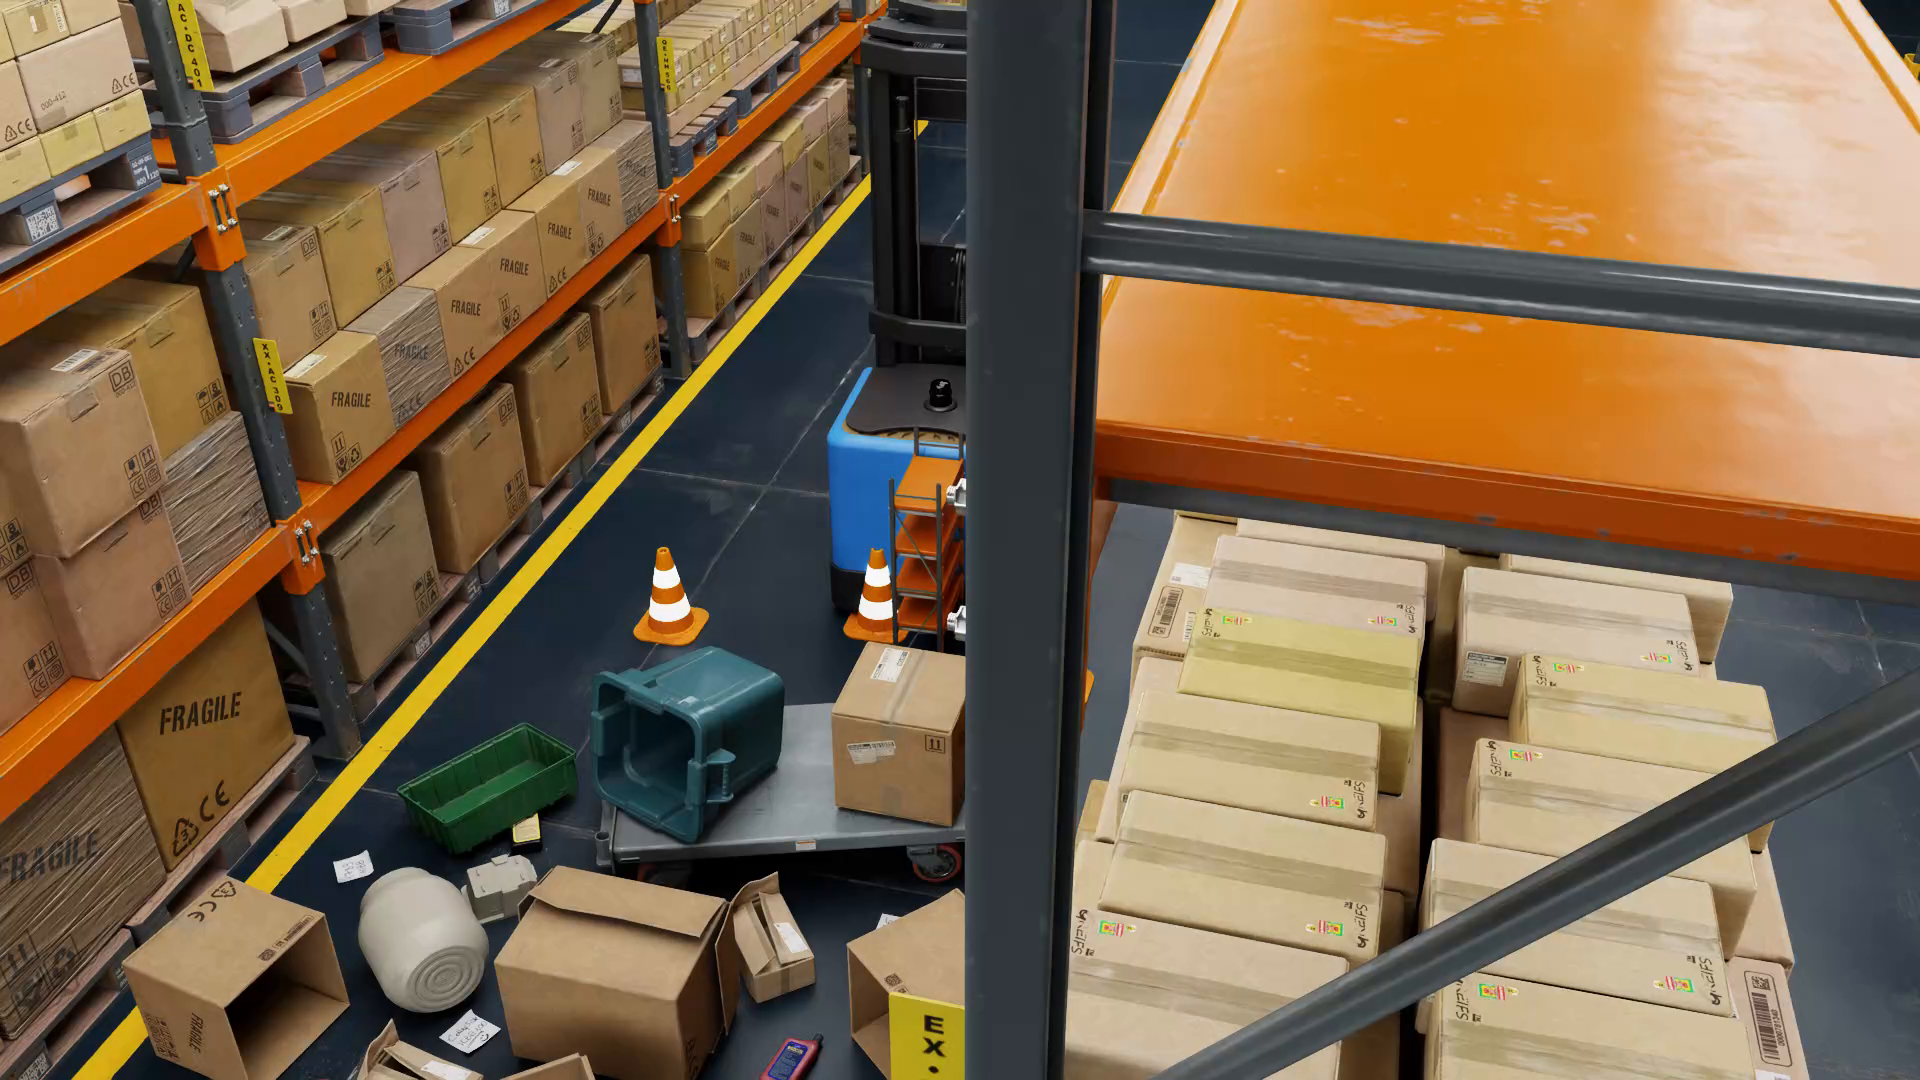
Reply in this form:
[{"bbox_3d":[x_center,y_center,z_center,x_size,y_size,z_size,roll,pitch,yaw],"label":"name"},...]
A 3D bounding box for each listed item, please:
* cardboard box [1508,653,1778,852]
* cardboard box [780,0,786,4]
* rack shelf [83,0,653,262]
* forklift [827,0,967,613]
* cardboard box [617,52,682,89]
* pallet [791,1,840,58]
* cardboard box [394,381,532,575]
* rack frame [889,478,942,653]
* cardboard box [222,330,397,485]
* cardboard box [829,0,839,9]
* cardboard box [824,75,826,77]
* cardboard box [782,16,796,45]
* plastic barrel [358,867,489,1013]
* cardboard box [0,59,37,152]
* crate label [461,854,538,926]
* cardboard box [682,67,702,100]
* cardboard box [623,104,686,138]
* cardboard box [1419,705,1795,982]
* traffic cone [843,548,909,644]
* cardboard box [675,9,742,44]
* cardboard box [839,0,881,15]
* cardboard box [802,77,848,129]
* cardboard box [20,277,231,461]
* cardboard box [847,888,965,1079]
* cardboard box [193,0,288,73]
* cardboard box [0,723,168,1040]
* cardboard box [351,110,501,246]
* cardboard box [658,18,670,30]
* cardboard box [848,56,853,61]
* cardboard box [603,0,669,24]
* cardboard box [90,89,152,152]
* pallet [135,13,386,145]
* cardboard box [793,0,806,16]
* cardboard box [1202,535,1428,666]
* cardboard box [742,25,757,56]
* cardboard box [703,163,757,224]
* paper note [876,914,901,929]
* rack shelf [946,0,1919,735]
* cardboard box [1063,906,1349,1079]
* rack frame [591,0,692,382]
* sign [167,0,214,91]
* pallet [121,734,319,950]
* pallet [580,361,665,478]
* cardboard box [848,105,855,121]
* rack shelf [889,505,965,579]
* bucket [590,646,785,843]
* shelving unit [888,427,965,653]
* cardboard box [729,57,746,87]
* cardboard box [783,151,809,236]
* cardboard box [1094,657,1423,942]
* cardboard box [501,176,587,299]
[{"bbox_3d":[1.098,0.338,2.688,0.380,0.149,0.250,8,33,12],"label":"cardboard box"},{"bbox_3d":[-1.446,-4.034,12.158,0.380,0.149,0.250,7,33,11],"label":"cardboard box"},{"bbox_3d":[-2.788,-2.332,8.067,1.077,0.370,4.000,8,33,12],"label":"rack shelf"},{"bbox_3d":[0.125,-1.568,9.054,1.130,2.935,3.031,6,33,10],"label":"forklift"},{"bbox_3d":[-1.975,-2.946,10.446,0.380,0.149,0.250,8,33,12],"label":"cardboard box"},{"bbox_3d":[-1.600,-4.026,13.035,1.003,0.211,1.213,8,33,12],"label":"pallet"},{"bbox_3d":[-2.977,-0.395,8.850,1.050,0.750,0.750,8,33,12],"label":"cardboard box"},{"bbox_3d":[-0.203,0.242,7.820,0.240,1.200,0.015,7,33,10],"label":"rack frame"},{"bbox_3d":[-2.902,-0.611,7.391,0.500,0.500,0.500,8,33,13],"label":"cardboard box"},{"bbox_3d":[-1.175,-4.322,13.165,0.380,0.149,0.250,7,33,11],"label":"cardboard box"},{"bbox_3d":[-1.401,-4.067,14.633,0.380,0.149,0.250,8,33,13],"label":"cardboard box"},{"bbox_3d":[-1.434,-3.783,12.317,0.380,0.149,0.250,7,33,10],"label":"cardboard box"},{"bbox_3d":[-2.100,1.553,6.483,0.421,0.421,0.512,-21,38,-29],"label":"plastic barrel"},{"bbox_3d":[-3.301,-1.327,5.193,0.500,0.250,0.500,8,33,12],"label":"cardboard box"},{"bbox_3d":[-1.916,1.441,6.926,0.298,0.136,0.250,-14,35,-21],"label":"crate label"},{"bbox_3d":[-1.897,-2.969,10.760,0.380,0.149,0.250,10,34,15],"label":"cardboard box"},{"bbox_3d":[-1.972,-2.684,10.588,0.380,0.149,0.250,8,33,12],"label":"cardboard box"},{"bbox_3d":[1.025,0.552,2.722,0.500,0.250,0.500,8,33,12],"label":"cardboard box"},{"bbox_3d":[-0.415,0.239,8.512,0.336,0.463,0.334,8,33,12],"label":"traffic cone"},{"bbox_3d":[-1.709,-3.488,11.299,0.380,0.149,0.250,10,34,15],"label":"cardboard box"},{"bbox_3d":[-0.877,-4.480,13.805,0.380,0.149,0.250,9,34,14],"label":"cardboard box"},{"bbox_3d":[-1.210,-3.502,13.271,0.500,0.250,0.500,7,33,11],"label":"cardboard box"},{"bbox_3d":[-3.423,-0.664,6.423,0.875,0.550,0.550,8,33,12],"label":"cardboard box"},{"bbox_3d":[-0.070,1.714,6.156,0.500,0.500,0.500,-21,38,-29],"label":"cardboard box"},{"bbox_3d":[-2.901,-2.040,6.578,0.258,0.266,0.396,7,33,12],"label":"cardboard box"},{"bbox_3d":[-3.748,1.172,6.269,0.875,0.875,0.875,8,33,13],"label":"cardboard box"},{"bbox_3d":[-2.789,-1.846,8.403,0.700,0.500,0.500,8,33,12],"label":"cardboard box"},{"bbox_3d":[-2.271,-3.593,11.741,0.380,0.149,0.250,9,34,14],"label":"cardboard box"},{"bbox_3d":[-0.790,-4.271,14.953,0.380,0.149,0.250,7,33,11],"label":"cardboard box"},{"bbox_3d":[-2.269,-3.718,11.660,0.380,0.149,0.250,10,34,15],"label":"cardboard box"},{"bbox_3d":[-3.079,-1.479,5.804,0.380,0.149,0.250,8,33,12],"label":"cardboard box"},{"bbox_3d":[-3.111,-2.000,7.052,0.805,0.209,1.217,7,33,10],"label":"pallet"},{"bbox_3d":[-1.372,-4.039,12.443,0.380,0.149,0.250,7,33,11],"label":"cardboard box"},{"bbox_3d":[0.636,0.139,3.001,0.380,0.149,0.250,8,33,12],"label":"cardboard box"},{"bbox_3d":[-1.638,-3.497,11.590,0.380,0.149,0.250,8,33,12],"label":"cardboard box"},{"bbox_3d":[-1.743,-2.435,11.593,0.500,0.250,0.500,8,33,12],"label":"cardboard box"},{"bbox_3d":[-0.267,1.585,6.798,0.148,0.019,0.142,8,33,12],"label":"paper note"},{"bbox_3d":[1.010,-0.900,3.021,1.077,0.370,4.000,8,33,12],"label":"rack shelf"},{"bbox_3d":[0.303,0.653,2.192,0.380,0.149,0.250,8,33,13],"label":"cardboard box"},{"bbox_3d":[-2.281,-2.408,10.312,1.000,3.000,0.127,8,33,12],"label":"rack frame"},{"bbox_3d":[-2.759,-1.775,5.964,0.100,0.325,0.005,8,33,12],"label":"sign"},{"bbox_3d":[-3.564,1.228,7.191,1.003,0.211,1.213,8,33,12],"label":"pallet"},{"bbox_3d":[-2.554,-0.832,10.432,1.003,0.211,1.213,8,33,12],"label":"pallet"},{"bbox_3d":[-0.864,-3.728,14.376,0.380,0.149,0.250,10,34,15],"label":"cardboard box"},{"bbox_3d":[-0.153,-0.018,7.938,0.258,0.148,0.480,7,33,10],"label":"rack shelf"},{"bbox_3d":[-1.100,0.792,6.912,0.726,0.611,0.620,20,28,29],"label":"bucket"},{"bbox_3d":[-0.153,0.114,8.022,0.258,1.200,0.503,7,33,10],"label":"shelving unit"},{"bbox_3d":[-1.703,-3.242,11.466,0.380,0.149,0.250,9,34,14],"label":"cardboard box"},{"bbox_3d":[-1.475,-2.656,12.640,0.500,0.500,0.500,7,33,11],"label":"cardboard box"},{"bbox_3d":[0.514,0.476,2.842,0.500,0.250,0.500,8,33,12],"label":"cardboard box"},{"bbox_3d":[-2.390,-1.662,9.045,0.500,0.500,0.500,7,33,12],"label":"cardboard box"}]
